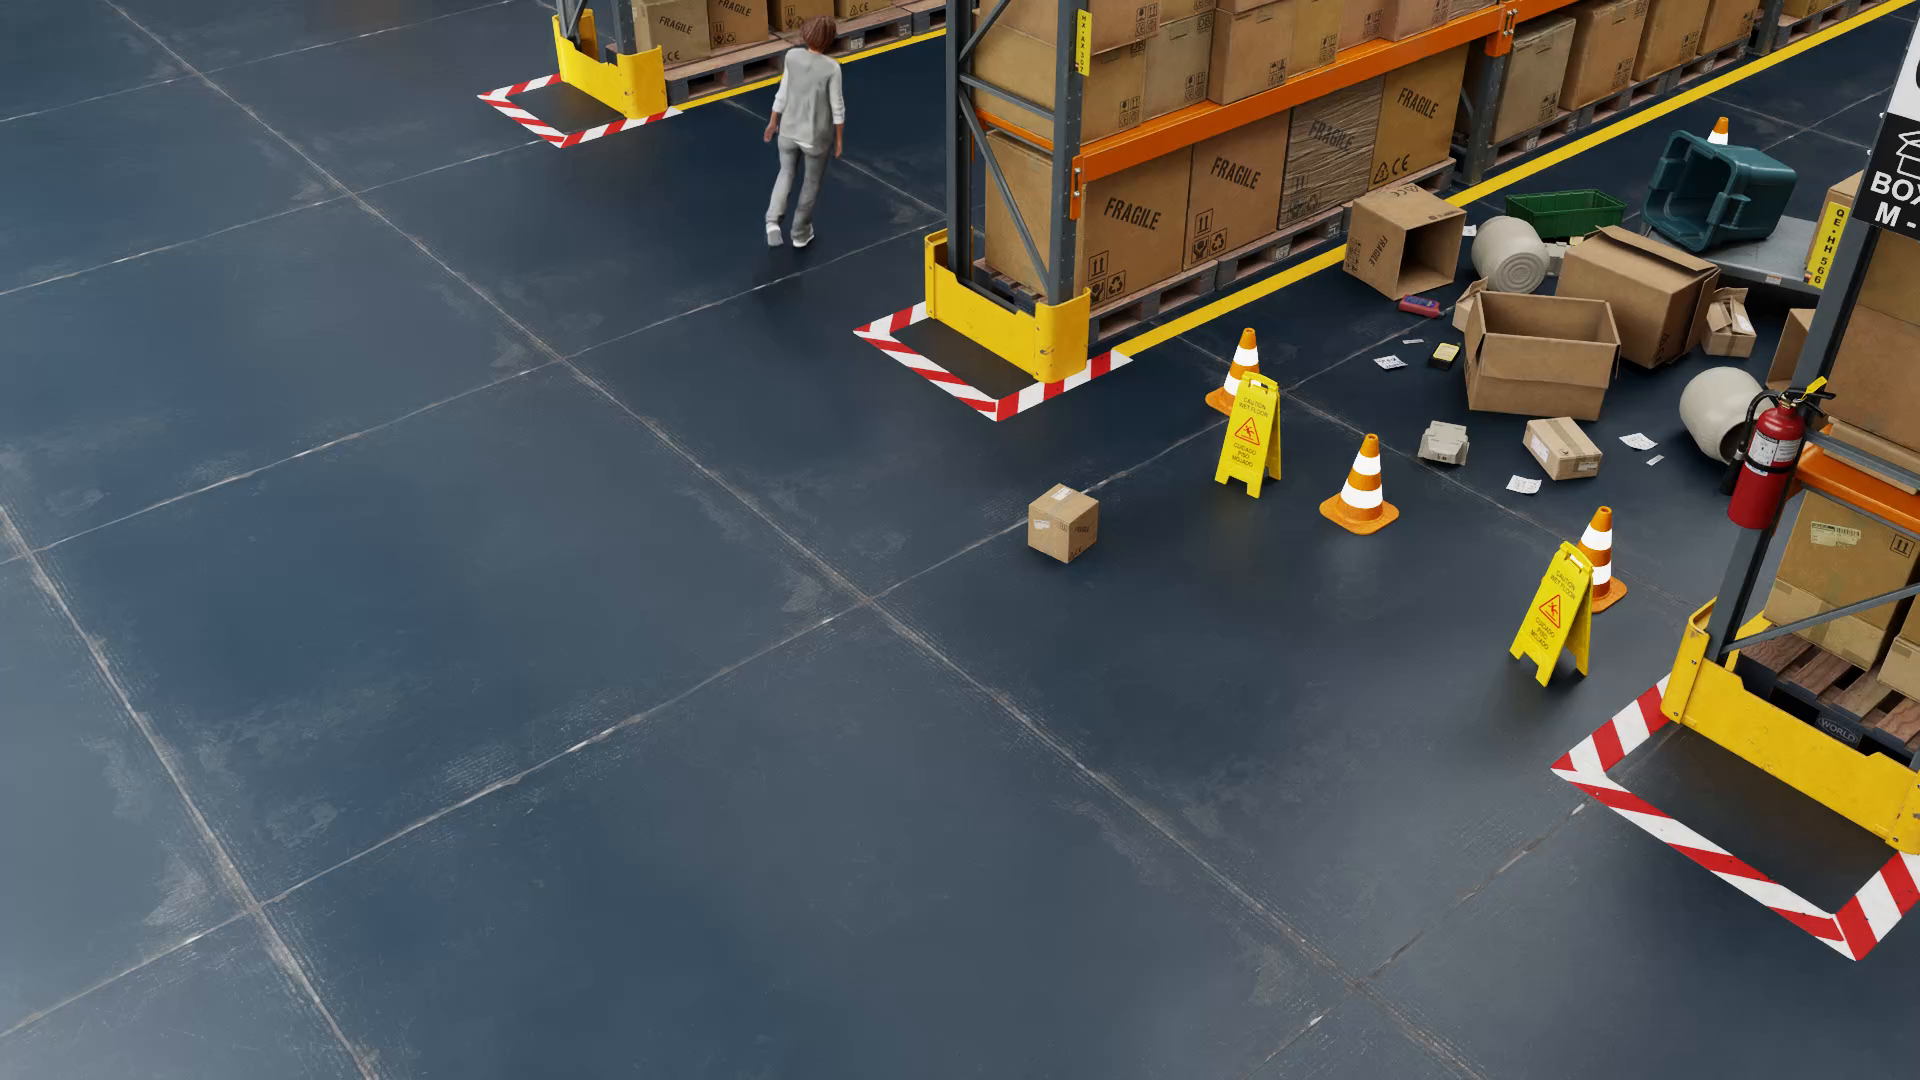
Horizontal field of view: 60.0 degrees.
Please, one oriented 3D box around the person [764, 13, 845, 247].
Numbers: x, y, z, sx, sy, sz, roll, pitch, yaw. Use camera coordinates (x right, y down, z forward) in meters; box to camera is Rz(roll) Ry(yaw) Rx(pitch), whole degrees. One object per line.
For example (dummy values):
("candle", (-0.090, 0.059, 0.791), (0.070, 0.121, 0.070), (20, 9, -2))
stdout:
("person", (-1.007, -2.529, 10.498), (0.558, 1.571, 0.574), (11, 38, 14))
